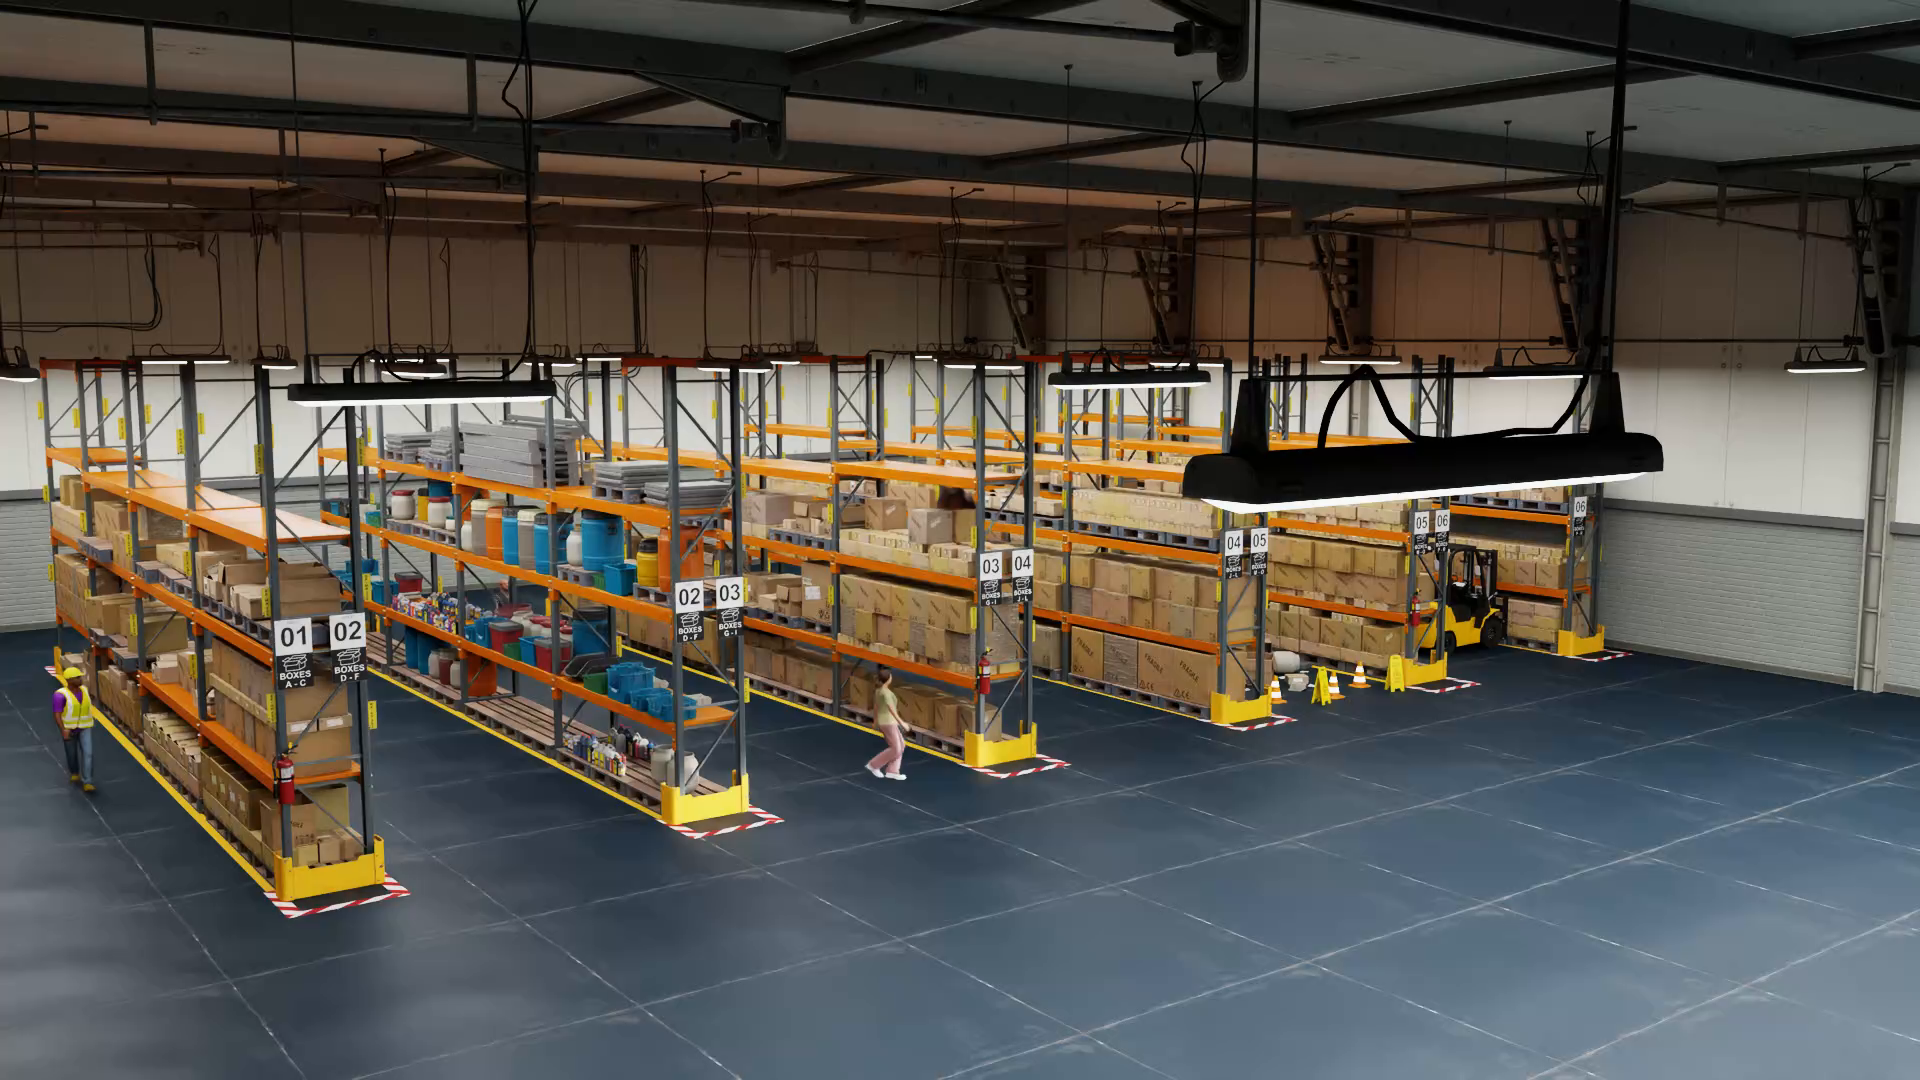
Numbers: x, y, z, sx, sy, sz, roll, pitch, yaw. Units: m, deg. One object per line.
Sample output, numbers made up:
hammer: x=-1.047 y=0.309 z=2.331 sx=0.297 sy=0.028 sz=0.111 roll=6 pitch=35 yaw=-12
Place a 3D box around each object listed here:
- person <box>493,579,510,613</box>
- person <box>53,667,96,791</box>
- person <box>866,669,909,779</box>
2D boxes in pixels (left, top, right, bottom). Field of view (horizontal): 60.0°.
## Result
person: x=-8.793 y=1.588 z=32.344 sx=0.984 sy=1.671 sz=0.552 roll=6 pitch=9 yaw=39
person: x=-12.491 y=2.661 z=23.454 sx=0.506 sy=1.730 sz=0.991 roll=-4 pitch=8 yaw=-29
person: x=-1.065 y=2.653 z=23.993 sx=0.611 sy=1.627 sz=0.567 roll=-1 pitch=7 yaw=-10
